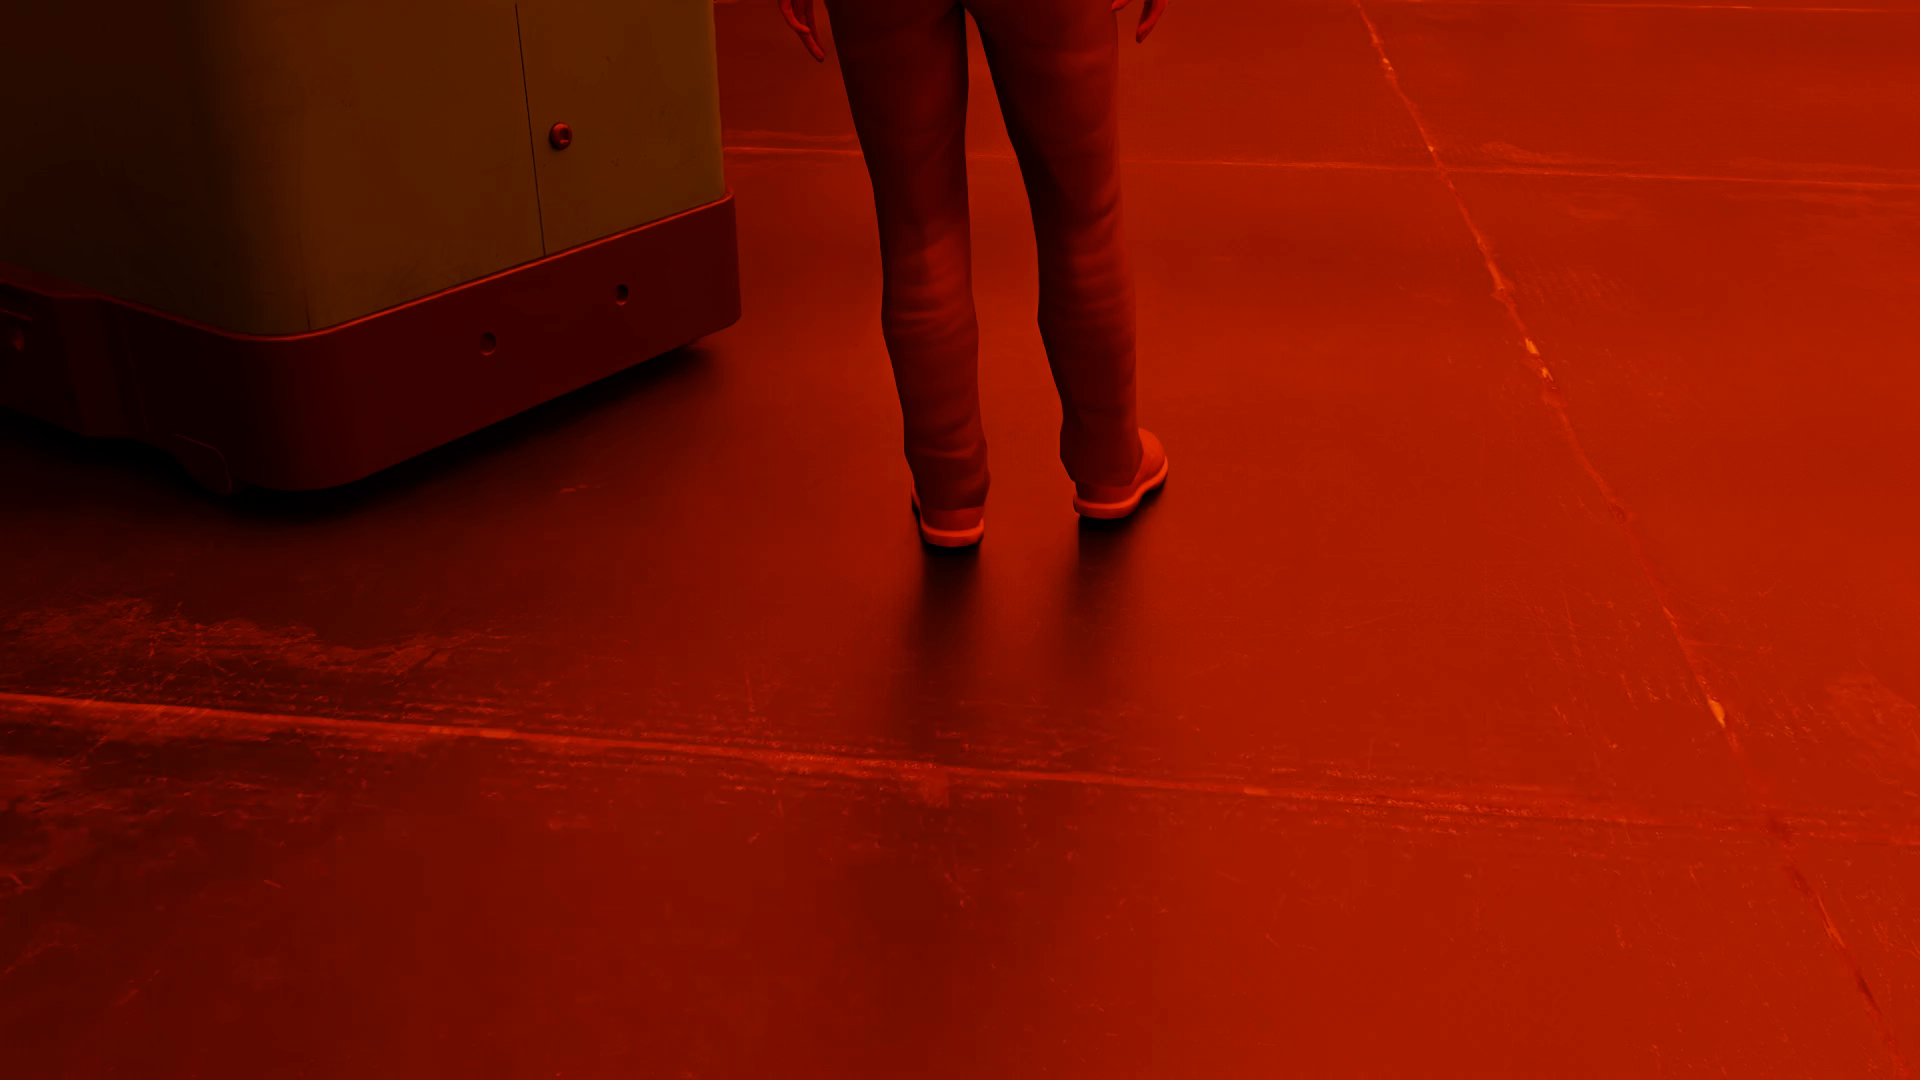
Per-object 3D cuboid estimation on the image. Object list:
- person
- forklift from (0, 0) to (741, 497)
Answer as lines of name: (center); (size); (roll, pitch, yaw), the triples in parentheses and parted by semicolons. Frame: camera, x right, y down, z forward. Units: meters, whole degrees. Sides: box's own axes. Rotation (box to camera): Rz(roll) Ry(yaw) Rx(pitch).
person: (0.031, -0.785, 2.203); (0.570, 1.657, 0.502); (3, 27, 7)
forklift: (-1.929, -1.872, 2.970); (3.031, 2.935, 1.130); (17, 31, 30)
